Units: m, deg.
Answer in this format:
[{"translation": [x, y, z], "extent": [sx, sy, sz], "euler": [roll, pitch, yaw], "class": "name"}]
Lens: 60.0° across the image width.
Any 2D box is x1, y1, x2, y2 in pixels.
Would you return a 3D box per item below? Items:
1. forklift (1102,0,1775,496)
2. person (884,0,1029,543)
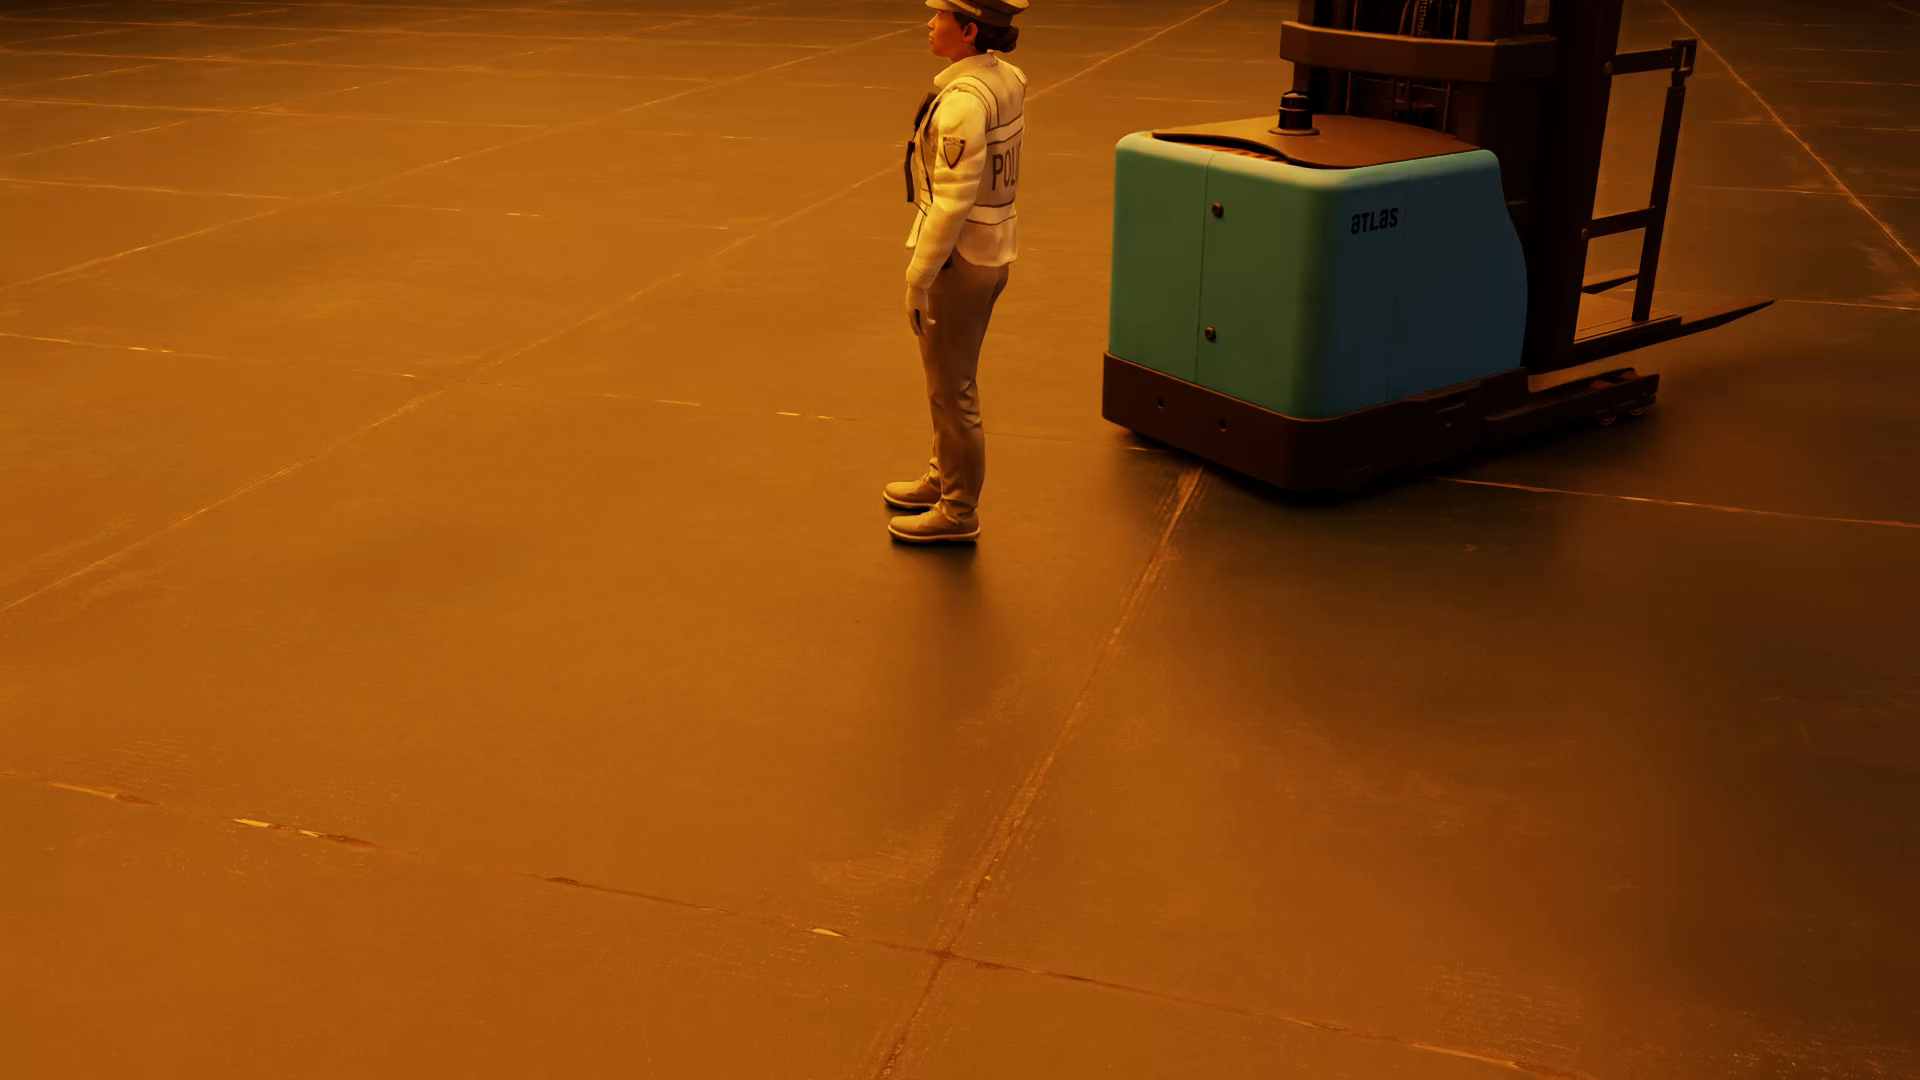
[{"translation": [2.006, -1.925, 5.941], "extent": [3.031, 2.935, 1.130], "euler": [-15, 27, -33], "class": "forklift"}, {"translation": [-0.063, -0.800, 4.819], "extent": [0.531, 1.695, 0.588], "euler": [7, 23, 16], "class": "person"}]
